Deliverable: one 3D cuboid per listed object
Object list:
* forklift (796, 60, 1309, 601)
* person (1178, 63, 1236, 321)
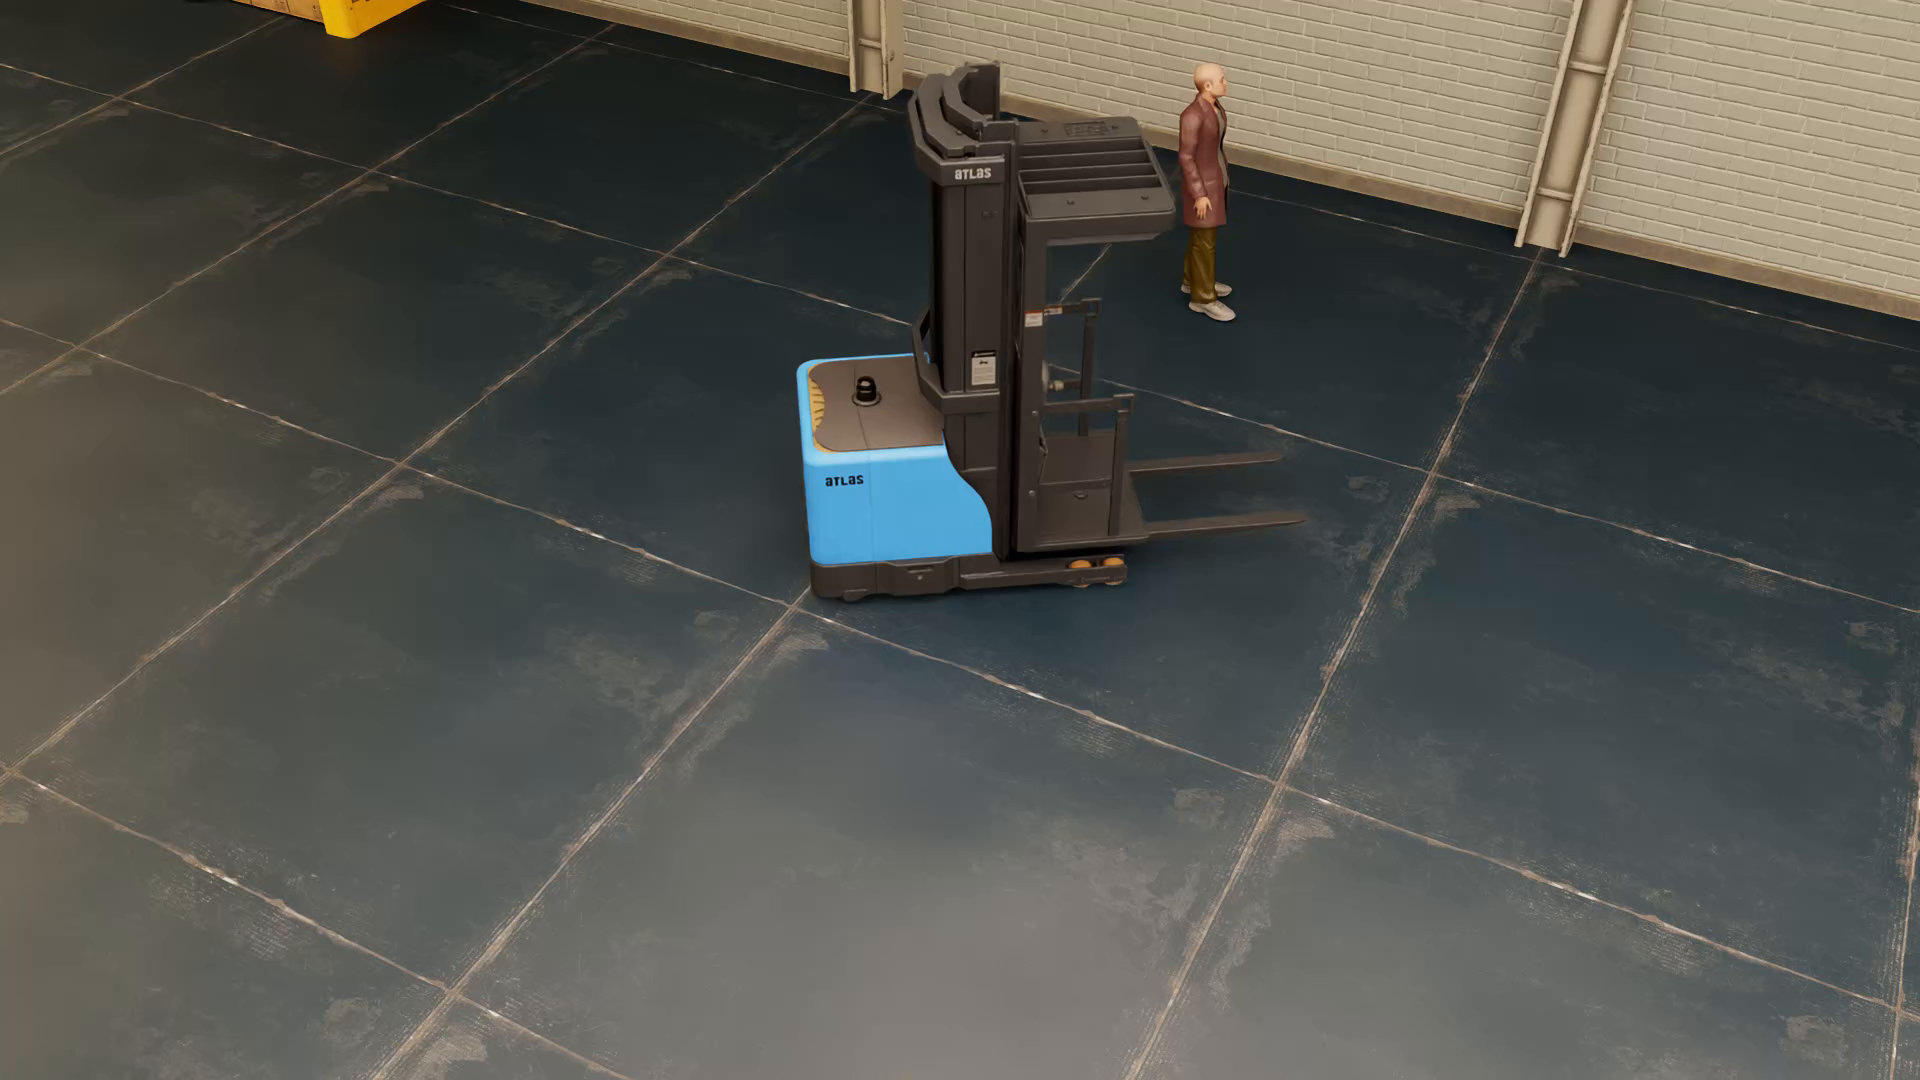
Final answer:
[{"bbox_3d":[0.573,-1.173,9.379,3.031,2.935,1.130,-4,40,-5],"label":"forklift"},{"bbox_3d":[1.840,-2.511,11.852,0.584,1.776,0.695,14,42,17],"label":"person"}]
